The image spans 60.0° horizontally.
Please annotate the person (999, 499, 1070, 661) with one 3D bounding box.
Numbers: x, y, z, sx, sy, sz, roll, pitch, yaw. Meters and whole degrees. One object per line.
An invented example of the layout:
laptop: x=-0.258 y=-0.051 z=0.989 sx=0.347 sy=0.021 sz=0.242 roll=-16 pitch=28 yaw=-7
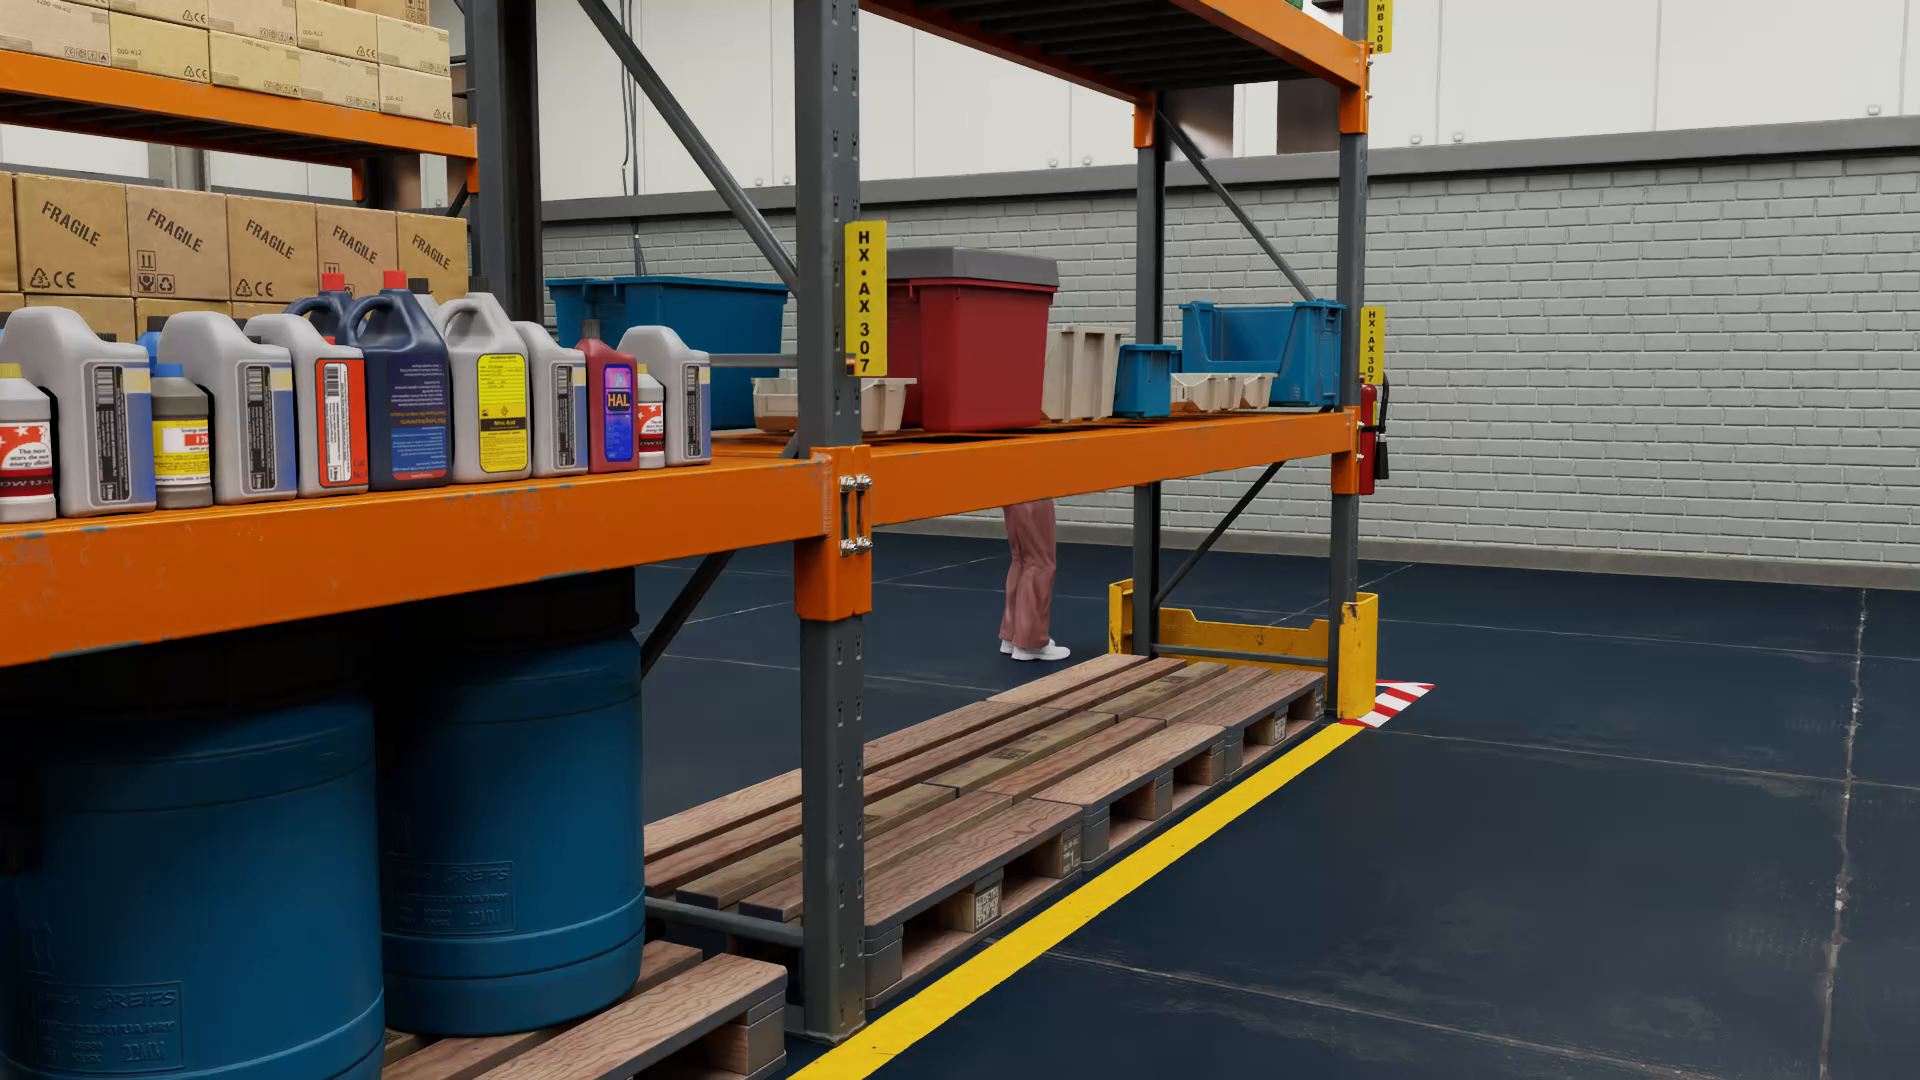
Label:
person: x=0.420 y=-0.227 z=8.543 sx=0.551 sy=1.667 sz=0.424 roll=-2 pitch=6 yaw=-16
